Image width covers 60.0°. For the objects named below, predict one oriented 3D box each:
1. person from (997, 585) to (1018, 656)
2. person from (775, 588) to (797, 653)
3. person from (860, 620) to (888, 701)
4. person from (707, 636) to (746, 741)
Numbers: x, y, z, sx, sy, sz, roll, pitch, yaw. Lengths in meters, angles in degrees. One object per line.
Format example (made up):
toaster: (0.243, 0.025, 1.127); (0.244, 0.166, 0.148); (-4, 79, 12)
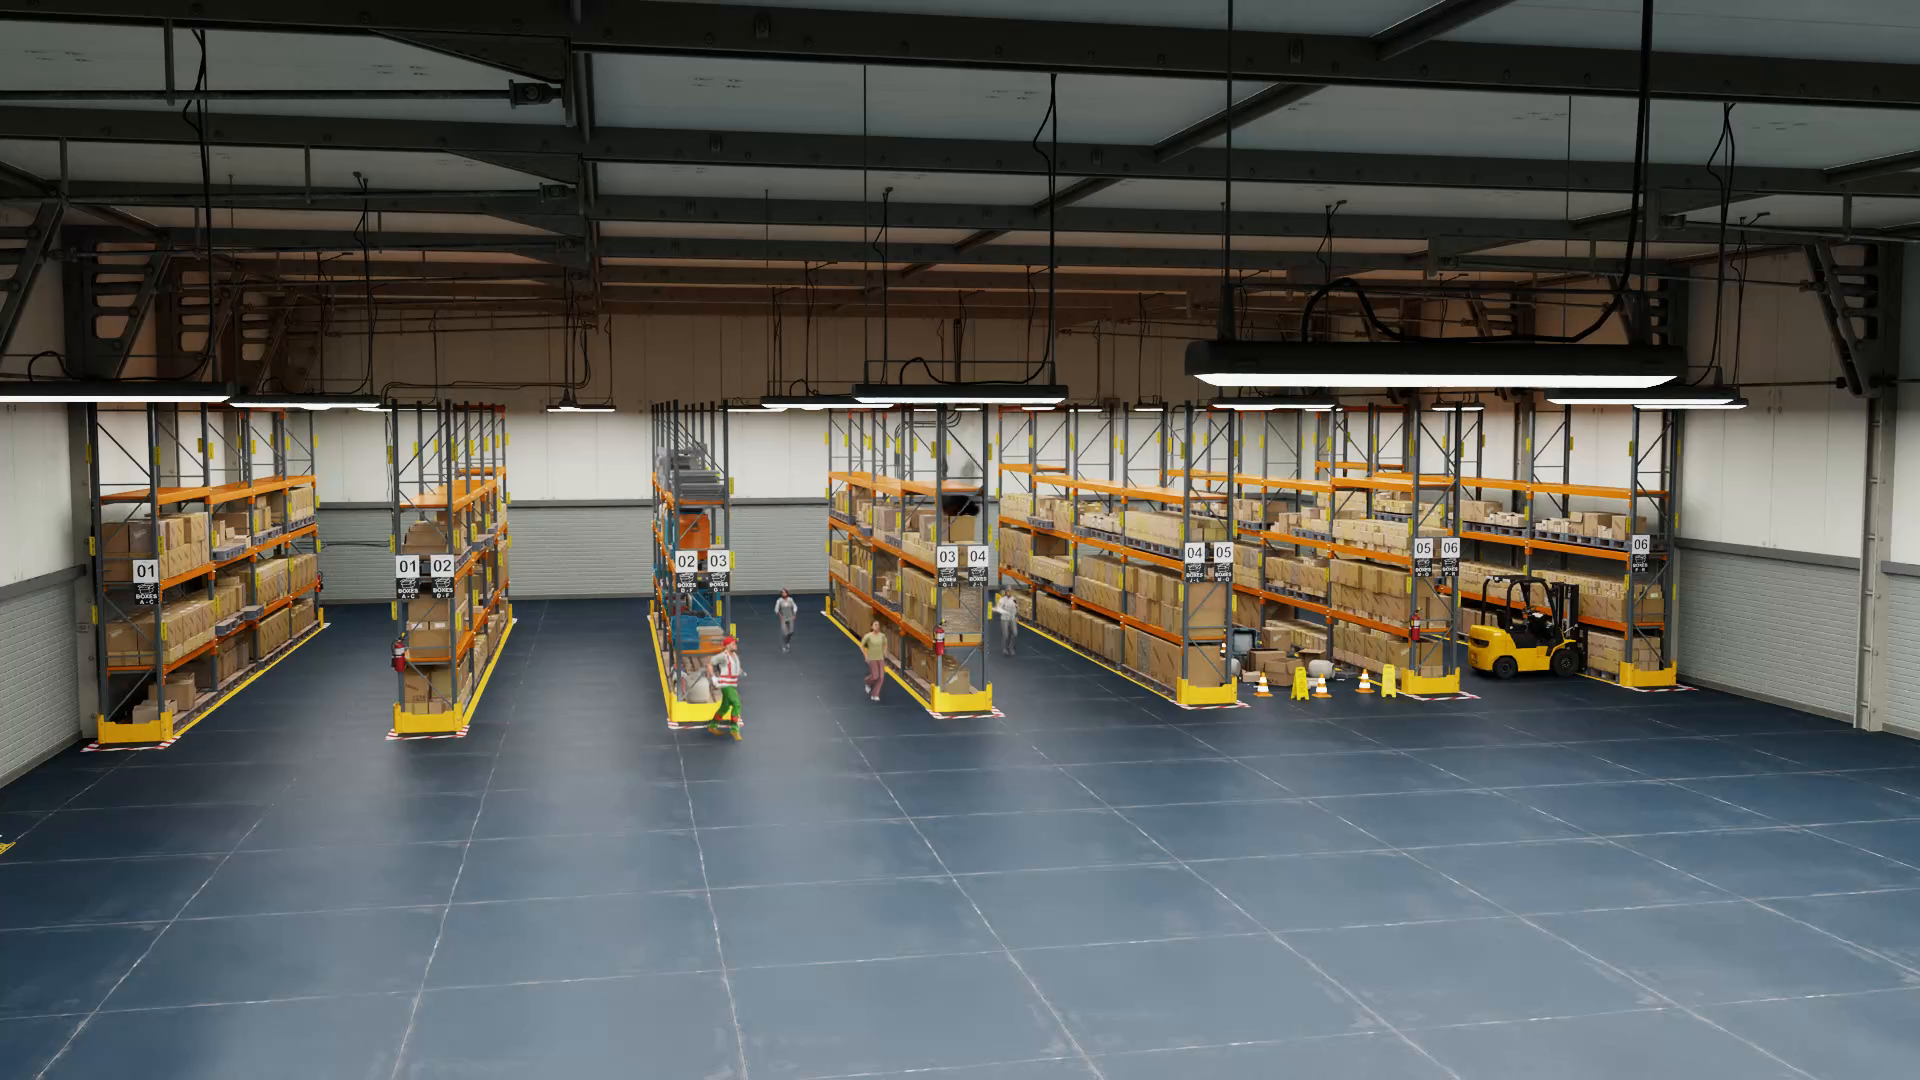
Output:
person: (1.151, 1.927, 39.445); (0.608, 1.702, 0.679); (-2, 5, -20)
person: (-4.169, 1.937, 39.915); (0.553, 1.558, 0.540); (-1, 4, -14)
person: (-1.696, 2.402, 33.340); (0.580, 1.620, 0.558); (-2, 5, -25)
person: (-4.119, 2.623, 29.455); (0.751, 1.838, 0.679); (1, 5, 17)
